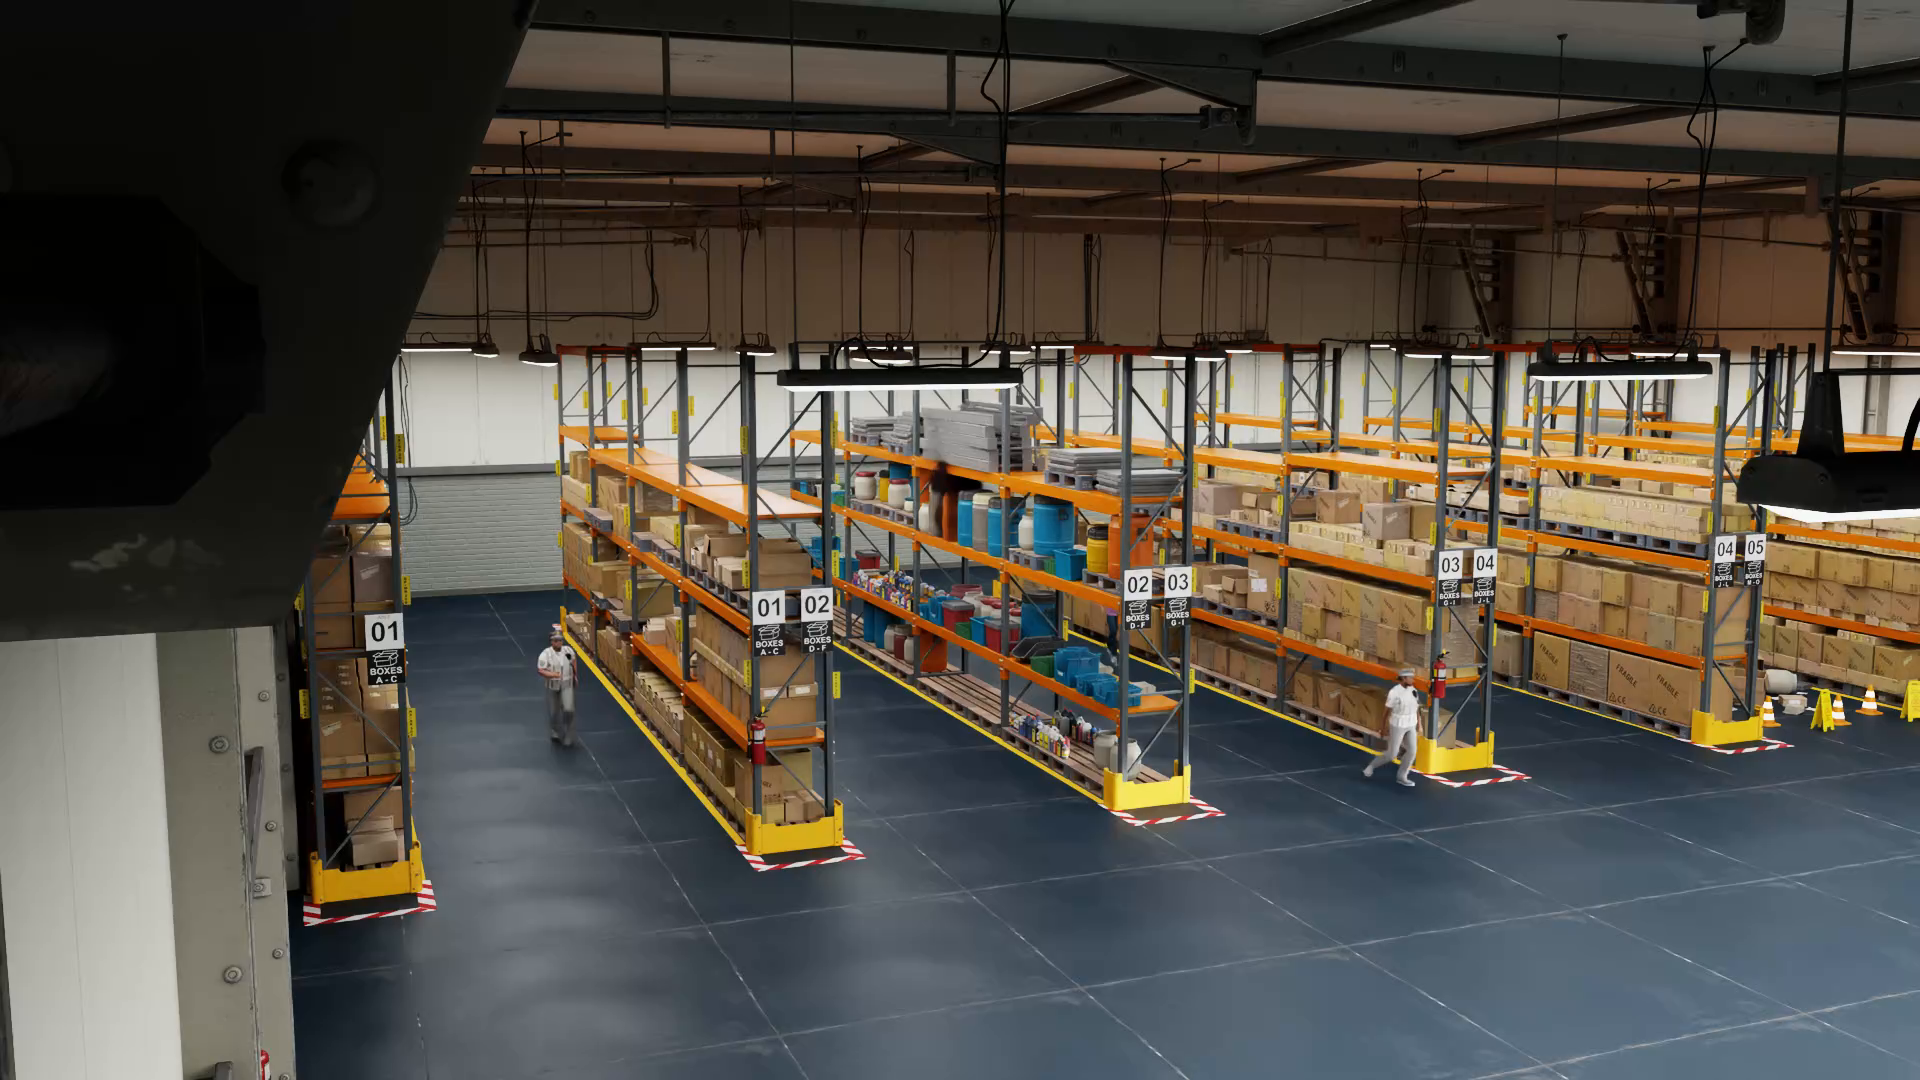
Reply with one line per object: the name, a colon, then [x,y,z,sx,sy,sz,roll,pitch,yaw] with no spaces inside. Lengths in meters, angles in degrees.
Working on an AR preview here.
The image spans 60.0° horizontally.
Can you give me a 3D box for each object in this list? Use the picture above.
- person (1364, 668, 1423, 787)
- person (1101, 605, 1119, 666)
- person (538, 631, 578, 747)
person: [6.023,2.576,23.110,0.669,1.655,0.576,-3,8,-23]
person: [2.828,1.420,30.300,0.493,1.693,0.689,-3,8,-23]
person: [-6.105,2.261,25.303,0.609,1.813,0.832,-3,8,-19]
